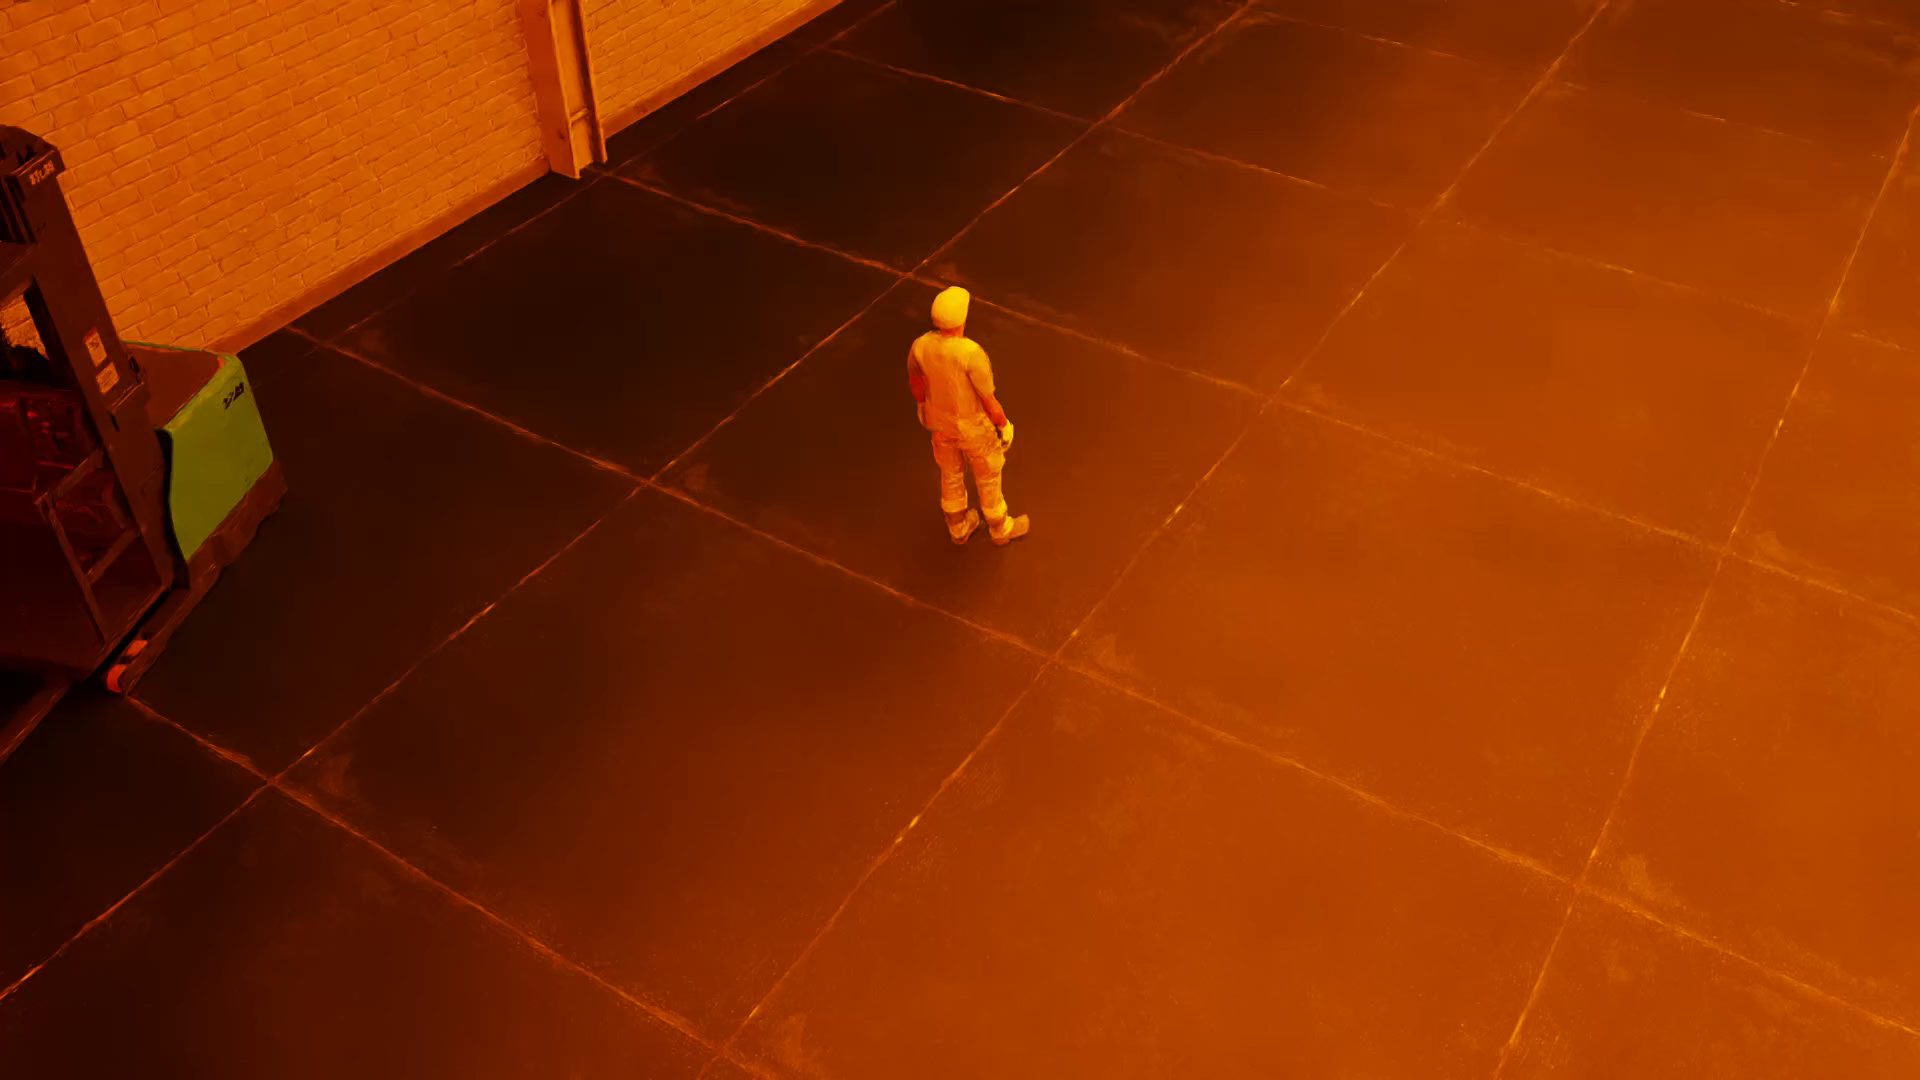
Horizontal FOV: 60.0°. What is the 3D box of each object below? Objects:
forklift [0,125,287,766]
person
[{"bbox_3d":[-5.066,-0.538,8.602,1.130,2.935,3.031,8,41,9],"label":"forklift"},{"bbox_3d":[0.052,-0.728,9.698,0.637,1.787,0.563,22,45,24],"label":"person"}]
